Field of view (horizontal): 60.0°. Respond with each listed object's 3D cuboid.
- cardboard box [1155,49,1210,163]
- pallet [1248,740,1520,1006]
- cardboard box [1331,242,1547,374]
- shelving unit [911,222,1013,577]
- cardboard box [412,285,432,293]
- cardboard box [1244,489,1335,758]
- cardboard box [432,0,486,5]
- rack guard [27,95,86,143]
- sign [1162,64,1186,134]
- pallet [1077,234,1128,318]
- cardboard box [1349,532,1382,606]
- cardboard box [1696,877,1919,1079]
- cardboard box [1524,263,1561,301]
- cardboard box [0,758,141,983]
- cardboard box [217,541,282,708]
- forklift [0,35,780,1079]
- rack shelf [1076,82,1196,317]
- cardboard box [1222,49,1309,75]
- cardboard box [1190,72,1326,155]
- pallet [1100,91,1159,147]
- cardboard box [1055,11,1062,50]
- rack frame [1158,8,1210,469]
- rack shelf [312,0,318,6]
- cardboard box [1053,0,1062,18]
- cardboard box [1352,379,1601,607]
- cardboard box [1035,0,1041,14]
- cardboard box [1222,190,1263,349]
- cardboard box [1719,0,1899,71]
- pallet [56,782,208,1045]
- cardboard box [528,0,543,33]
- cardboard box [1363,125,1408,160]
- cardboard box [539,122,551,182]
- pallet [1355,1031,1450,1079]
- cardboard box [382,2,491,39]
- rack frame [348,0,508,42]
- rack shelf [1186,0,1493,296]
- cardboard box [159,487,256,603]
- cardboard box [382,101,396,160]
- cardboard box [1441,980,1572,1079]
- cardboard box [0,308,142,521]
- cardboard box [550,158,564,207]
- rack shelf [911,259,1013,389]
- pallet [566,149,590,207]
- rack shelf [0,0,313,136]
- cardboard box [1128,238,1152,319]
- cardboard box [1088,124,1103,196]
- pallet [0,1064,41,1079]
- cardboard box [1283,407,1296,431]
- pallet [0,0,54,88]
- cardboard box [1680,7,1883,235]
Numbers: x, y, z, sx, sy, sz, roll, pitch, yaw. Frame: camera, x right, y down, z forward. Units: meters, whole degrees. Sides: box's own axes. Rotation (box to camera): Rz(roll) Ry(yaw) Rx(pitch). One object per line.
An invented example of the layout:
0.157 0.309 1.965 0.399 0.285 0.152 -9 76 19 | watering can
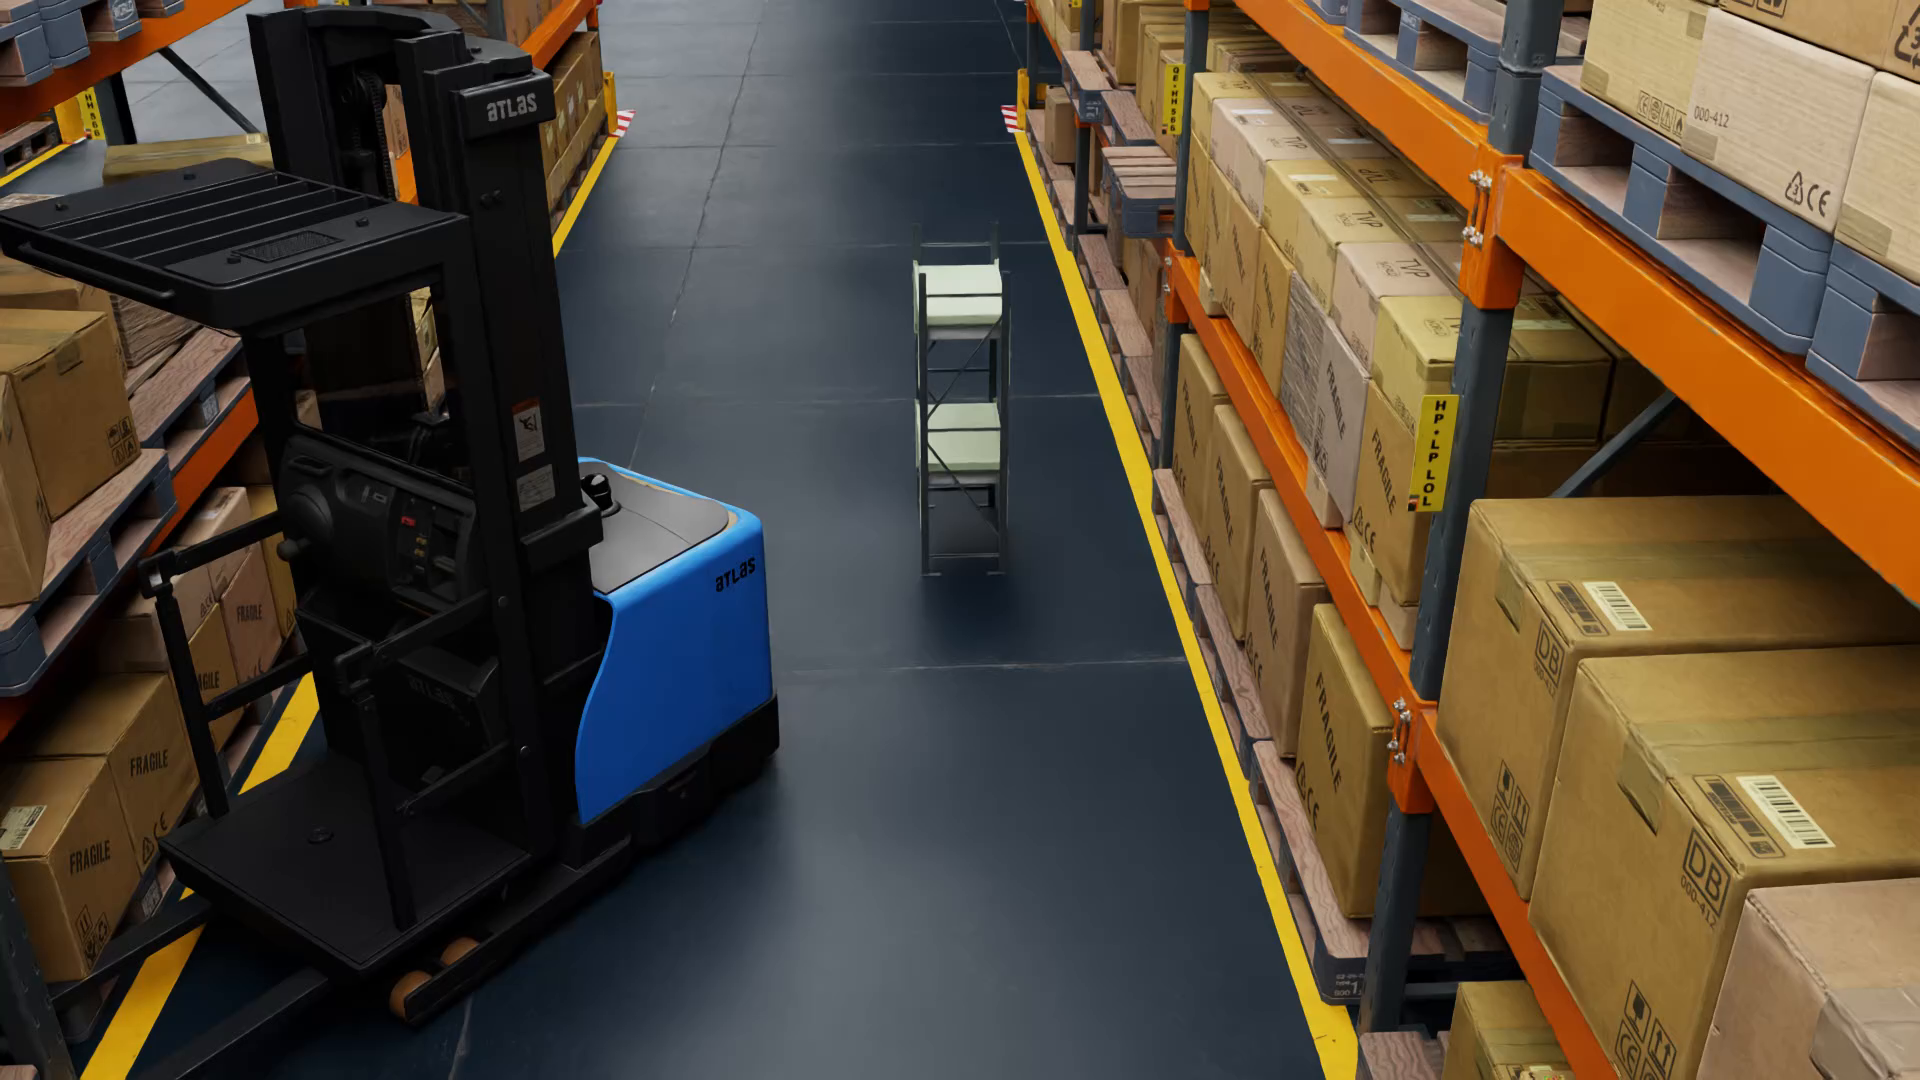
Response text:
1.457 -2.320 8.871 0.700 0.500 0.500 -4 28 -7 | cardboard box
1.641 1.122 5.870 1.003 0.211 1.213 -1 28 -3 | pallet
1.460 -0.723 5.130 0.500 0.250 0.500 -1 28 -2 | cardboard box
0.000 -0.668 7.909 0.431 1.500 0.755 -1 28 -3 | shelving unit
-3.193 -1.428 9.657 0.500 0.311 0.500 -2 28 -4 | cardboard box
1.543 0.300 6.301 0.750 0.750 0.750 -1 28 -1 | cardboard box
-3.429 -3.793 11.470 0.380 0.149 0.250 -1 28 -3 | cardboard box
-8.713 -3.920 15.225 1.175 0.500 0.348 -1 28 -3 | rack guard
1.006 -2.067 7.804 0.100 0.325 0.005 -1 28 -3 | sign
1.381 -1.858 11.584 1.003 0.211 1.213 -1 28 -3 | pallet
1.419 0.078 5.107 0.380 0.149 0.250 -1 28 -2 | cardboard box
1.849 1.032 2.704 0.980 0.700 0.700 -3 28 -5 | cardboard box
1.959 -0.737 5.157 0.500 0.250 0.500 -1 28 -2 | cardboard box
-2.972 1.046 5.228 0.500 0.500 0.500 -3 28 -5 | cardboard box
-3.056 0.335 6.591 0.500 0.500 0.500 -2 28 -5 | cardboard box
-1.971 0.016 5.118 1.129 2.867 3.031 18 33 31 | forklift
1.443 -2.211 10.024 1.077 0.370 4.000 -1 28 -3 | rack shelf
1.500 -2.292 8.116 0.380 0.149 0.250 -5 28 -9 | cardboard box
1.315 -1.895 7.377 0.500 0.250 0.500 -1 28 -1 | cardboard box
1.403 -2.435 9.882 1.003 0.211 1.213 -1 28 -3 | pallet
0.994 -3.838 12.505 0.500 0.250 0.500 -1 28 -2 | cardboard box
1.548 -1.607 8.087 1.000 3.000 0.127 -1 28 -3 | rack frame
-3.504 -3.420 9.098 1.077 0.370 4.000 -1 28 -3 | rack shelf
0.974 -4.170 12.331 0.500 0.500 0.500 -2 28 -3 | cardboard box
1.481 -0.152 4.846 0.500 0.500 0.500 -2 28 -3 | cardboard box
0.900 -4.536 13.843 0.500 0.250 0.500 -2 28 -3 | cardboard box
1.360 -1.090 6.645 0.500 0.500 0.500 -2 28 -3 | cardboard box
1.547 -1.013 2.493 0.500 0.500 0.500 -2 28 -4 | cardboard box
-3.270 1.224 5.676 1.003 0.211 1.213 -1 28 -3 | pallet
-3.722 -4.293 13.130 0.700 0.500 0.500 -1 28 -1 | cardboard box
1.877 -1.445 6.514 0.500 0.250 0.500 -2 28 -4 | cardboard box
-3.319 -2.854 12.186 0.500 0.500 0.500 -1 28 -3 | cardboard box
1.718 1.830 4.513 1.003 0.211 1.213 -1 28 -3 | pallet
-3.637 -3.582 11.765 0.700 0.500 0.500 -2 28 -4 | cardboard box
-3.608 -3.333 11.396 1.000 3.000 0.127 -1 28 -3 | rack frame
1.652 -1.694 5.789 1.077 0.370 4.000 -1 28 -3 | rack shelf
-3.051 0.020 6.384 0.500 0.250 0.500 -2 28 -4 | cardboard box
-3.503 -2.304 9.316 0.500 0.500 0.500 -3 28 -5 | cardboard box
1.693 1.511 4.359 0.700 0.500 0.500 -1 28 -2 | cardboard box
-3.091 -0.409 5.228 0.700 0.500 0.500 3 28 5 | cardboard box
-3.350 -2.752 12.802 0.500 0.250 0.500 -1 28 -3 | cardboard box
0.000 -1.014 7.729 0.431 0.370 0.720 -1 28 -3 | rack shelf
-3.674 -3.029 13.830 1.003 0.211 1.213 -1 28 -3 | pallet
-3.295 -1.573 5.556 1.077 0.370 4.000 -1 28 -3 | rack shelf
1.457 -1.727 10.545 0.700 0.500 0.500 -1 28 -2 | cardboard box
1.245 -3.019 13.022 0.500 0.500 0.500 -3 28 -7 | cardboard box
-3.155 1.916 4.349 1.003 0.211 1.213 -1 28 -3 | pallet
1.431 -0.517 6.247 0.380 0.149 0.250 -1 28 -1 | cardboard box
-3.154 -1.188 4.243 1.213 0.211 1.003 -1 28 -3 | pallet
1.542 -0.692 2.690 0.500 0.250 0.500 -2 28 -4 | cardboard box
